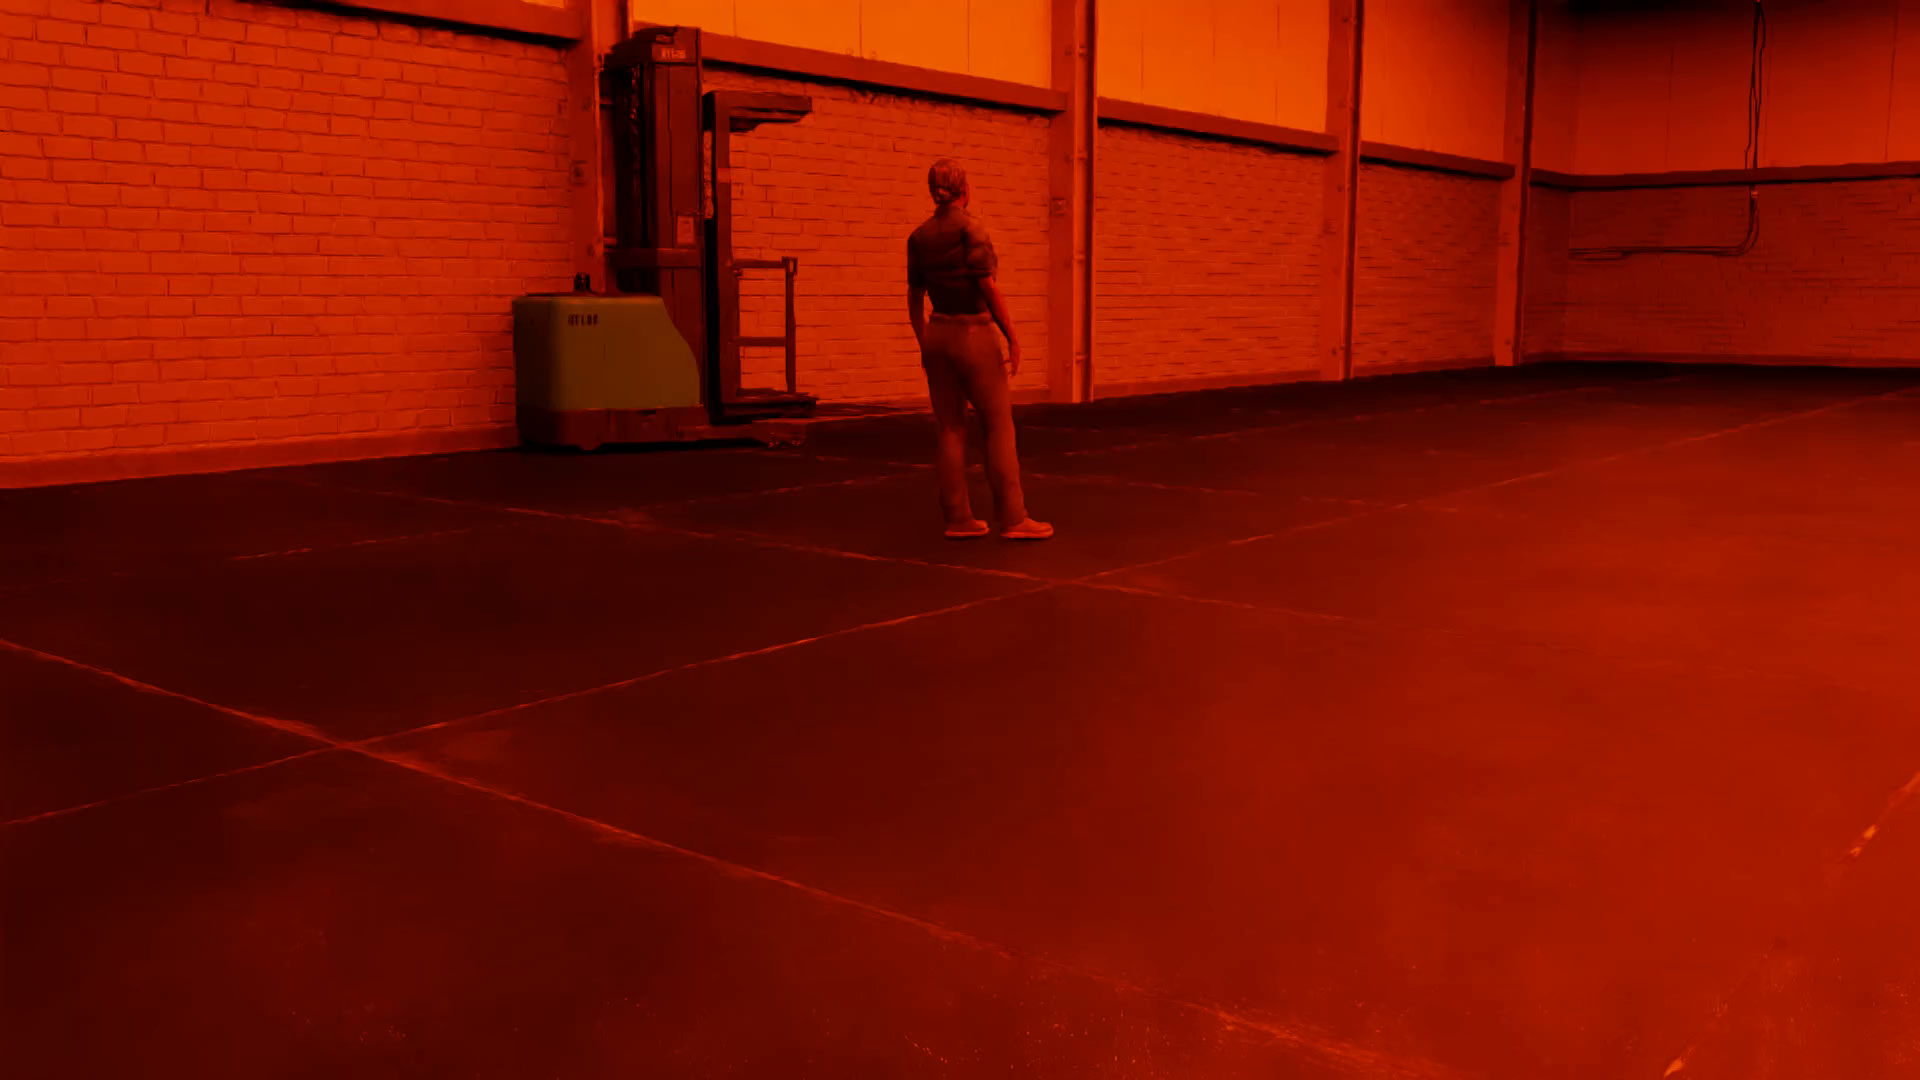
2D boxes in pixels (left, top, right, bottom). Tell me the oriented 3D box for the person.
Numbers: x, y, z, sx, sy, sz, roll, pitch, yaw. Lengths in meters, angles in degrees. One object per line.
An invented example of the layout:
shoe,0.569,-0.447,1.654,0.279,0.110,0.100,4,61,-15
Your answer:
person,0.070,-0.834,7.340,0.570,1.654,0.503,7,11,38

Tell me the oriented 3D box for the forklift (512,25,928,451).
forklift,-1.716,-2.195,12.283,3.031,2.935,1.130,-5,10,-31
